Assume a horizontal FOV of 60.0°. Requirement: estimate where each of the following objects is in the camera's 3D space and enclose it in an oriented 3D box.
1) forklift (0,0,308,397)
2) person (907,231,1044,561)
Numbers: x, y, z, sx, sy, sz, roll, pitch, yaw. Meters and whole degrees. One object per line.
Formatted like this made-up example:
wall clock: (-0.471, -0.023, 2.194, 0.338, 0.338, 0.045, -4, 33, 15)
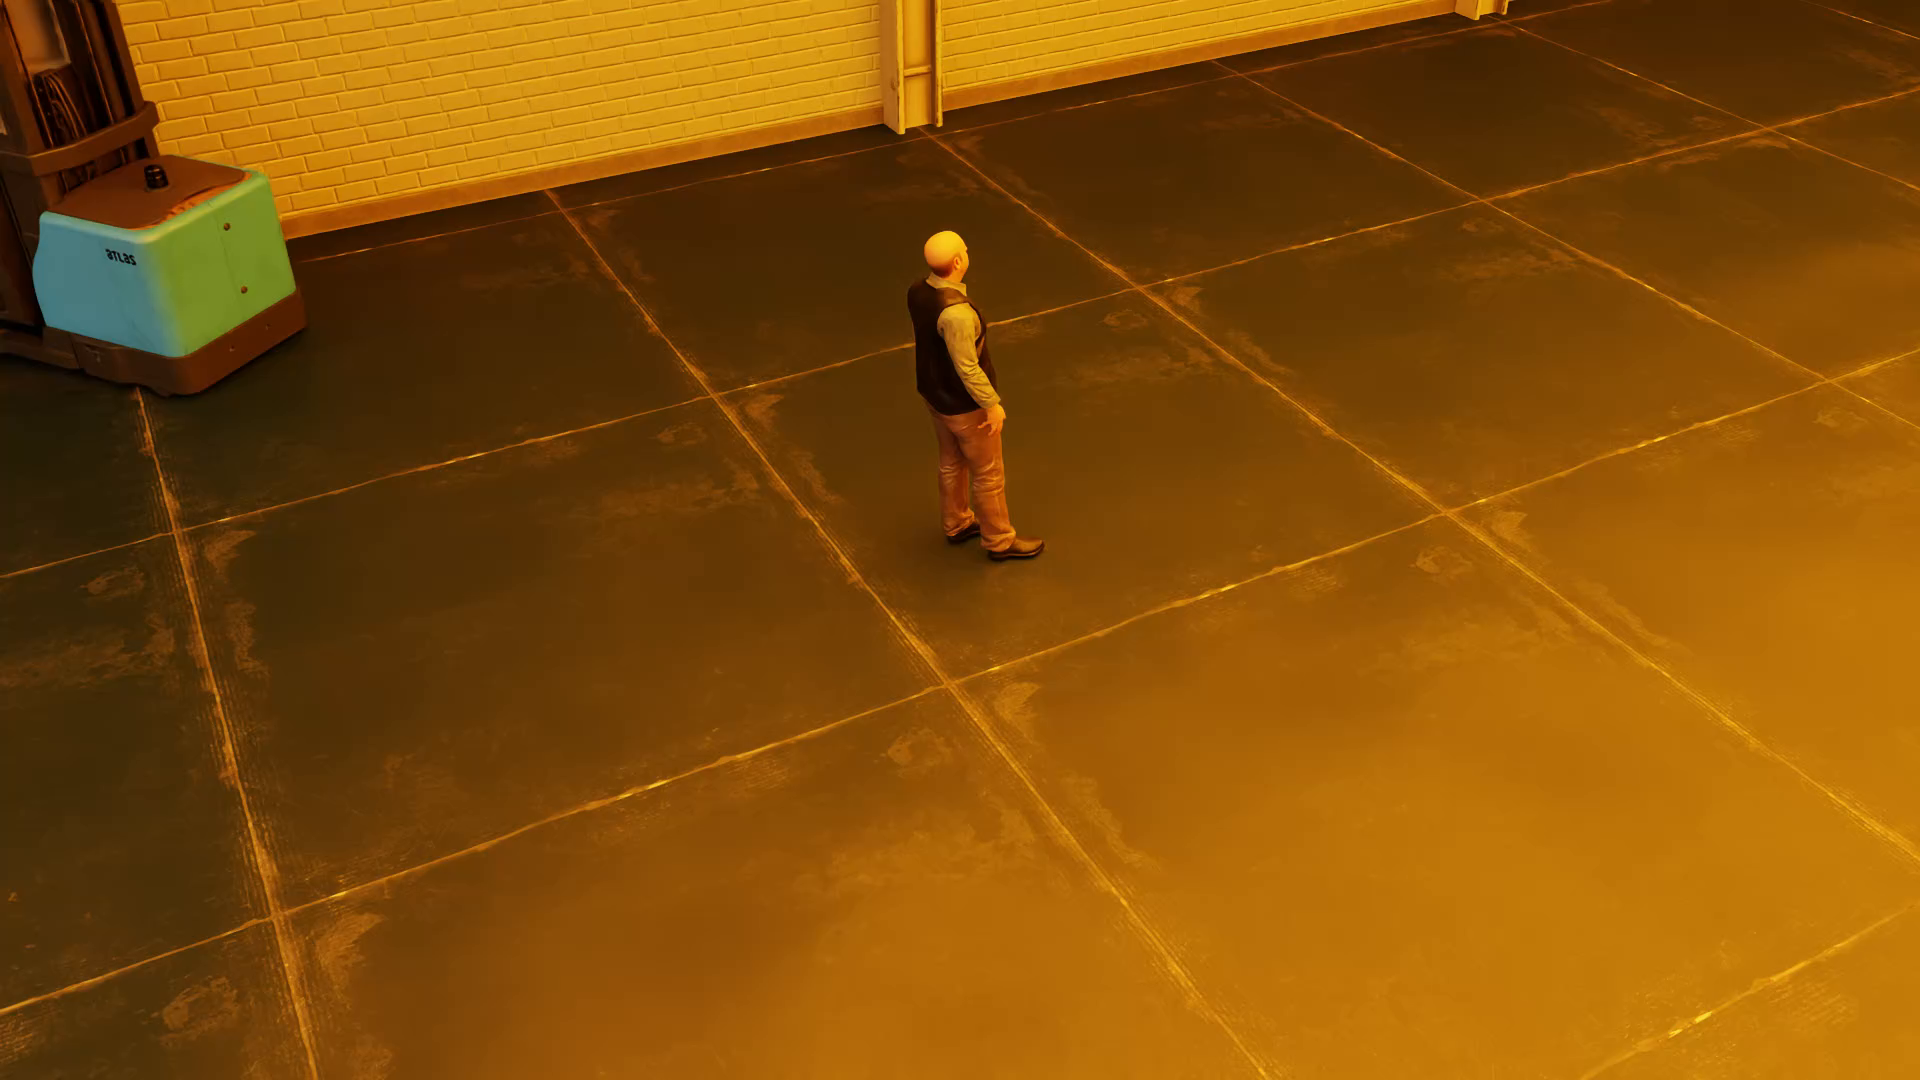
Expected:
forklift: (-5.667, -2.598, 9.798, 3.031, 2.935, 1.130, 14, 38, 19)
person: (0.058, -0.721, 8.179, 0.568, 1.720, 0.632, -17, 39, -23)
